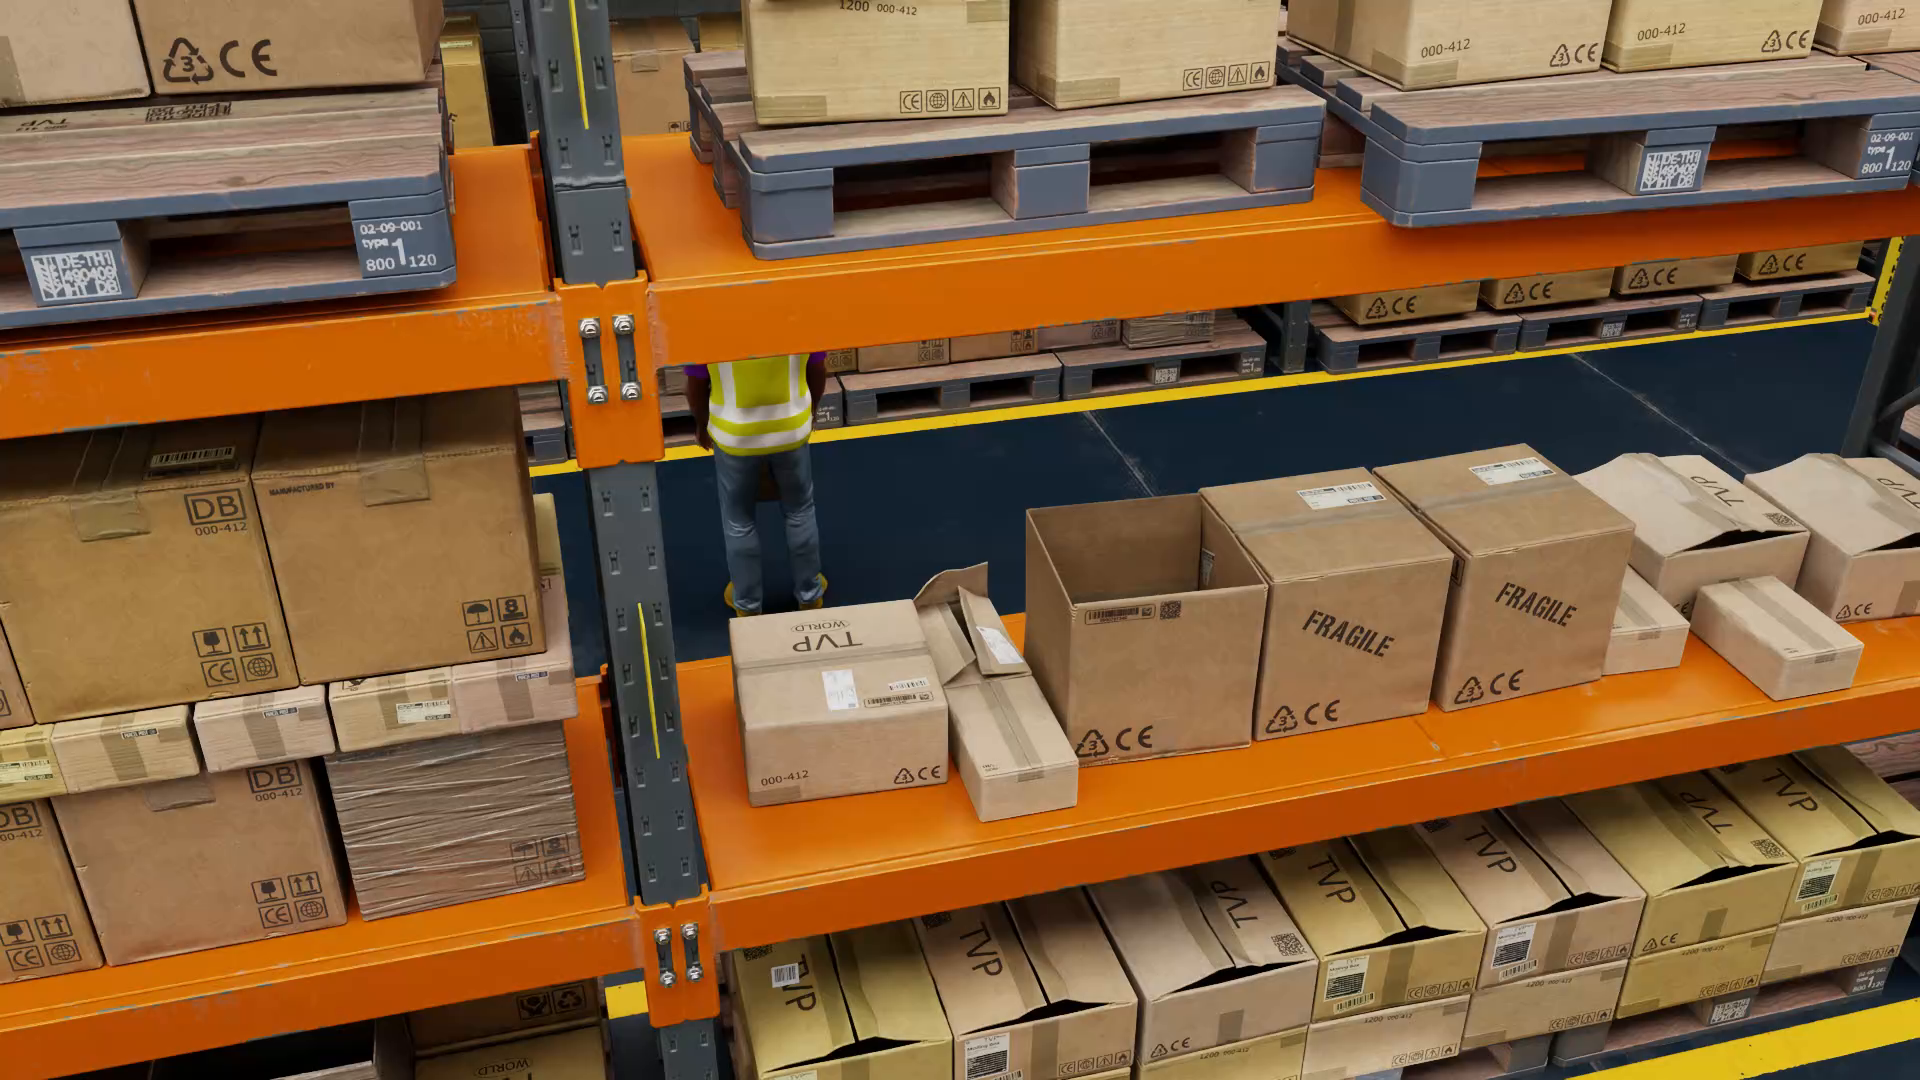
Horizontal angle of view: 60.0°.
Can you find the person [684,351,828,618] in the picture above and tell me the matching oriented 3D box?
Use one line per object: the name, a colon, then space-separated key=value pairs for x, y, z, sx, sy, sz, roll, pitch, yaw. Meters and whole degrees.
person: x=-0.832 y=-0.462 z=6.905 sx=0.586 sy=1.766 sz=0.419 roll=-8 pitch=31 yaw=-13
